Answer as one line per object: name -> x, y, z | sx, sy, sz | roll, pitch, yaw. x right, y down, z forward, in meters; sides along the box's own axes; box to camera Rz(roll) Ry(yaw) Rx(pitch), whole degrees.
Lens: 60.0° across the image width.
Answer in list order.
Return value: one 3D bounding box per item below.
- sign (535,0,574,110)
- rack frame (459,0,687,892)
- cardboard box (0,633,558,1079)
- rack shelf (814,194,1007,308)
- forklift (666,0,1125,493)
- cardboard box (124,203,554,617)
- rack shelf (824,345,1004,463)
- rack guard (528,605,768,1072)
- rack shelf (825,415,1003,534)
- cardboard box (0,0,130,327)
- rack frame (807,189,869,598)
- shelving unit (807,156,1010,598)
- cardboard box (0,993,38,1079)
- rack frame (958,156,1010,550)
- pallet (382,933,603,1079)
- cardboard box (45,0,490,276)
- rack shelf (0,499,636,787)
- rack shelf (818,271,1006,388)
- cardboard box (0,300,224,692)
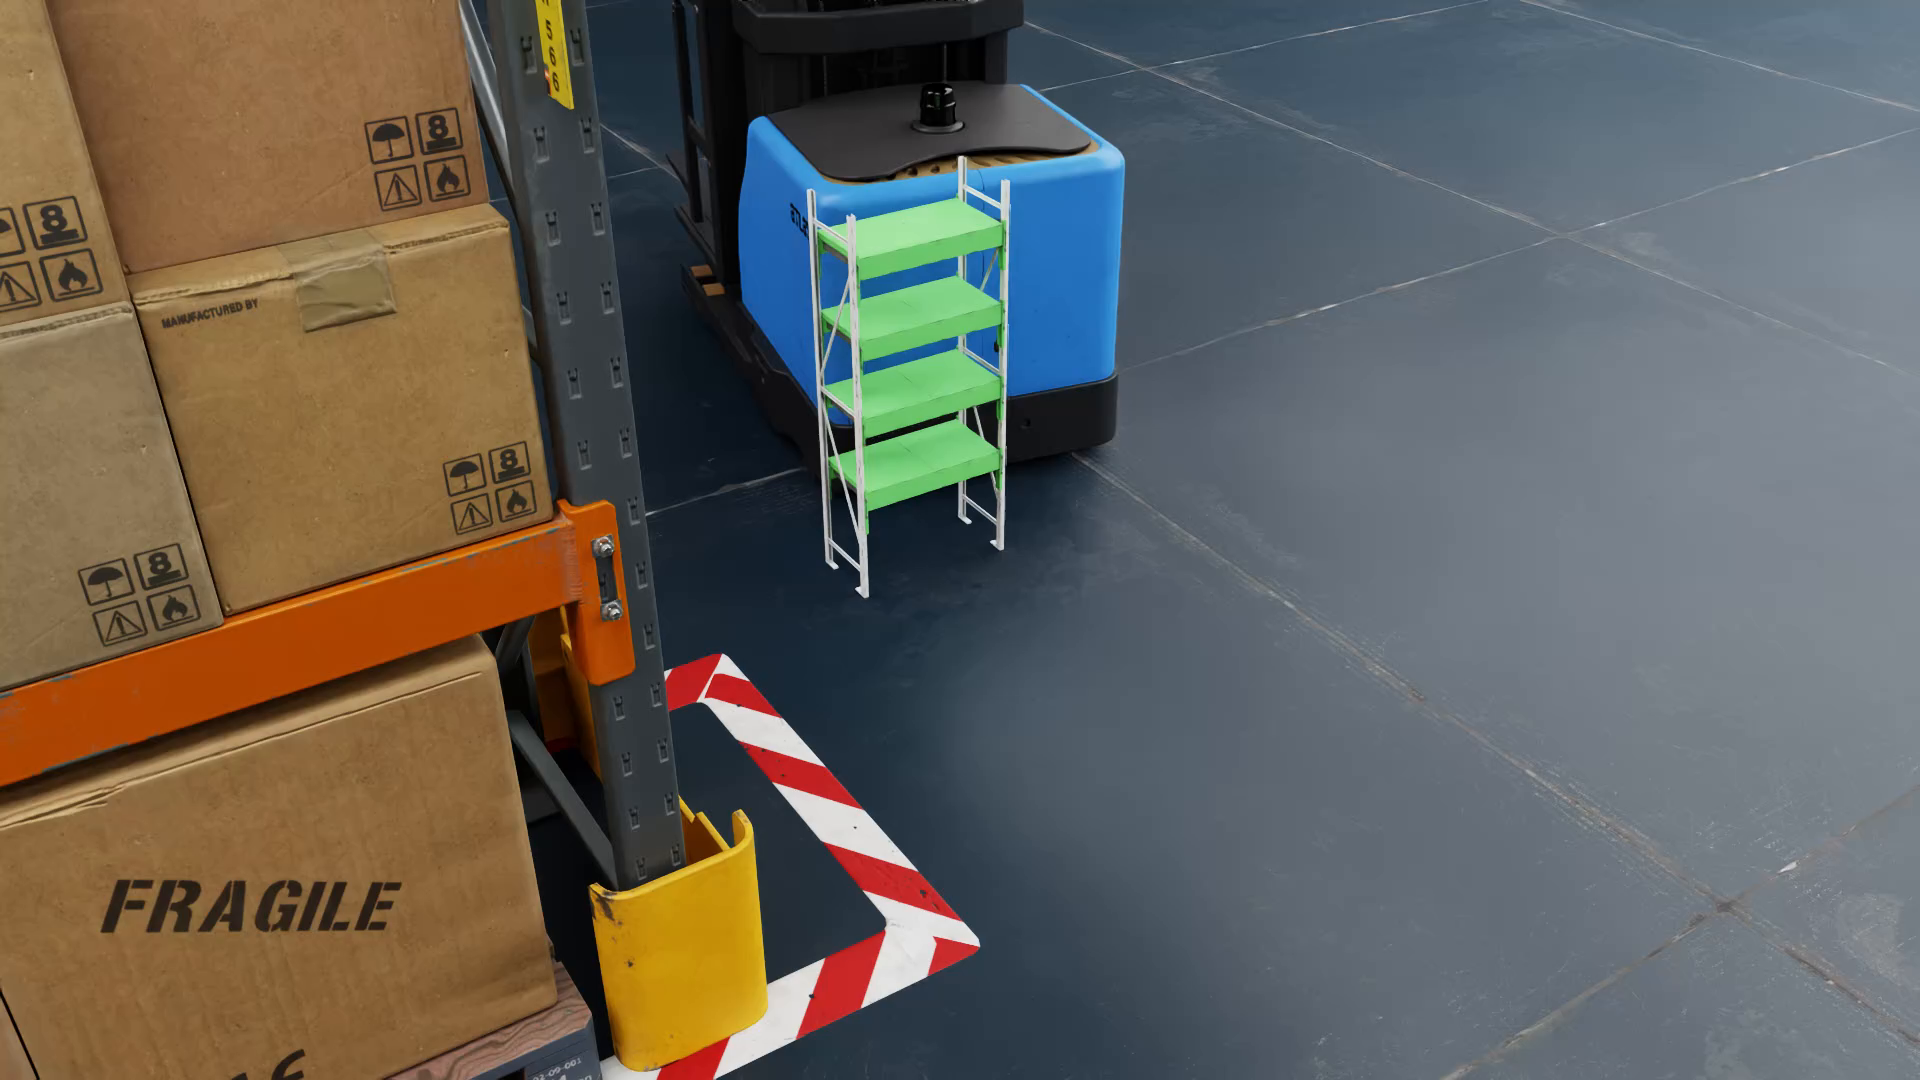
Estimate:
sign -> -0.593, -0.788, 2.381 | 0.005, 0.325, 0.100 | -19, 37, -27
rack frame -> -0.876, -0.446, 3.145 | 0.127, 3.000, 1.000 | -19, 37, -27
cardboard box -> -1.410, 0.501, 3.242 | 0.875, 0.875, 0.875 | -19, 37, -27
rack shelf -> -0.139, -0.812, 4.632 | 0.480, 0.148, 0.258 | -19, 37, -27
forklift -> -0.482, -2.165, 5.935 | 1.130, 2.935, 3.031 | -12, 34, -18
cardboard box -> -1.163, -0.381, 2.902 | 0.550, 0.550, 0.875 | -19, 37, -27
rack shelf -> -0.139, -0.406, 4.888 | 0.480, 0.148, 0.258 | -19, 37, -27
rack guard -> -0.856, 0.605, 3.823 | 0.348, 0.500, 1.175 | -19, 37, -27
rack shelf -> -0.139, -0.203, 5.016 | 0.480, 0.148, 0.258 | -19, 37, -27
cardboard box -> -1.621, -0.675, 2.357 | 0.550, 0.550, 0.875 | -19, 37, -27
rack frame -> -0.344, -0.389, 4.742 | 0.015, 1.200, 0.240 | -19, 37, -27
shelving unit -> -0.139, -0.460, 4.854 | 0.503, 1.200, 0.258 | -19, 37, -27
cardboard box -> -2.148, 0.756, 2.837 | 0.875, 0.875, 0.875 | -20, 37, -28
rack frame -> 0.066, -0.530, 4.966 | 0.015, 1.200, 0.240 | -19, 37, -27
pallet -> -1.505, 1.000, 3.467 | 1.213, 0.211, 1.003 | -19, 37, -27
cardboard box -> -1.209, -0.876, 2.674 | 0.550, 0.550, 0.875 | -19, 37, -27
rack shelf -> -2.557, 0.437, 2.420 | 4.000, 0.370, 1.077 | -19, 37, -27
rack shelf -> -0.139, -0.609, 4.760 | 0.480, 0.148, 0.258 | -19, 37, -27
cardboard box -> -1.614, -0.213, 2.635 | 0.550, 0.550, 0.875 | -19, 37, -27
